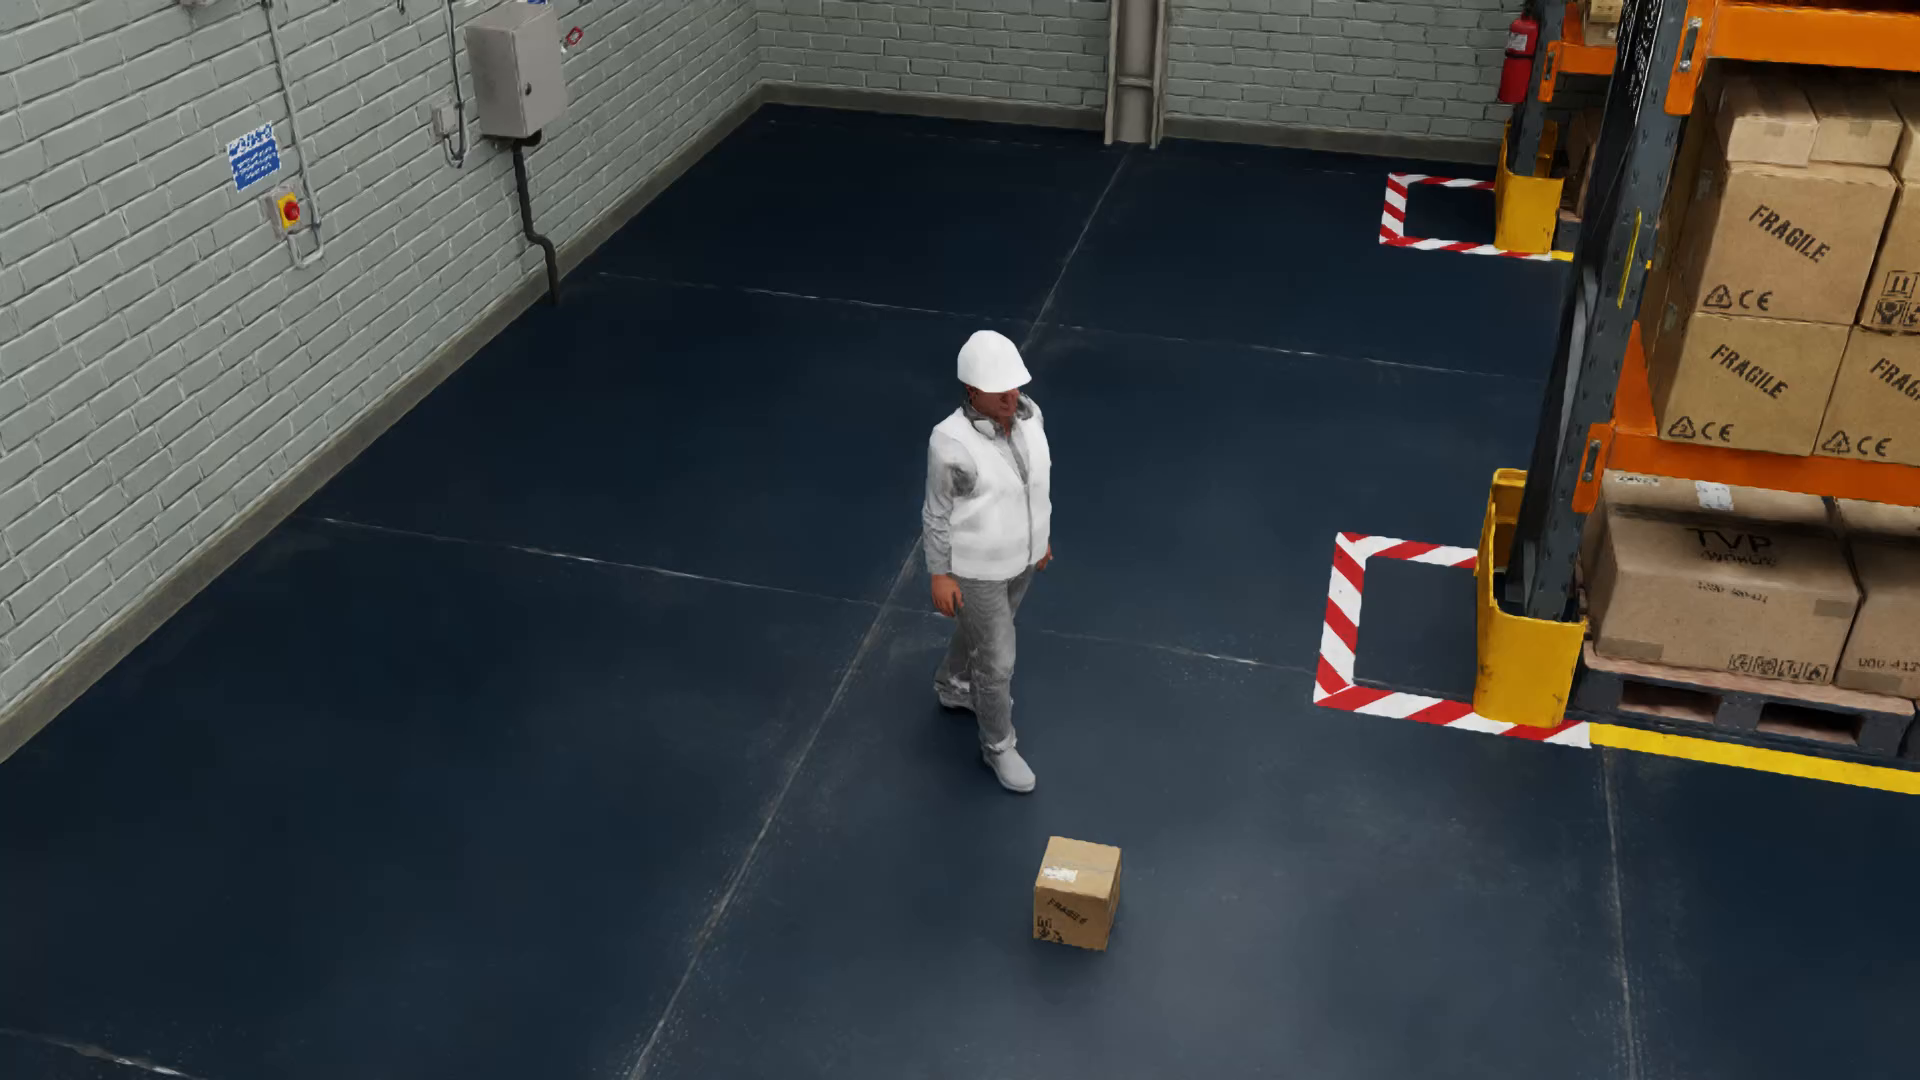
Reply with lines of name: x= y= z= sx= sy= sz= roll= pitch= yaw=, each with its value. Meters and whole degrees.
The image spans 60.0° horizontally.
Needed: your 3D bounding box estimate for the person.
person: x=0.117 y=0.044 z=6.040 sx=0.638 sy=1.776 sz=0.560 roll=25 pitch=40 yaw=33
